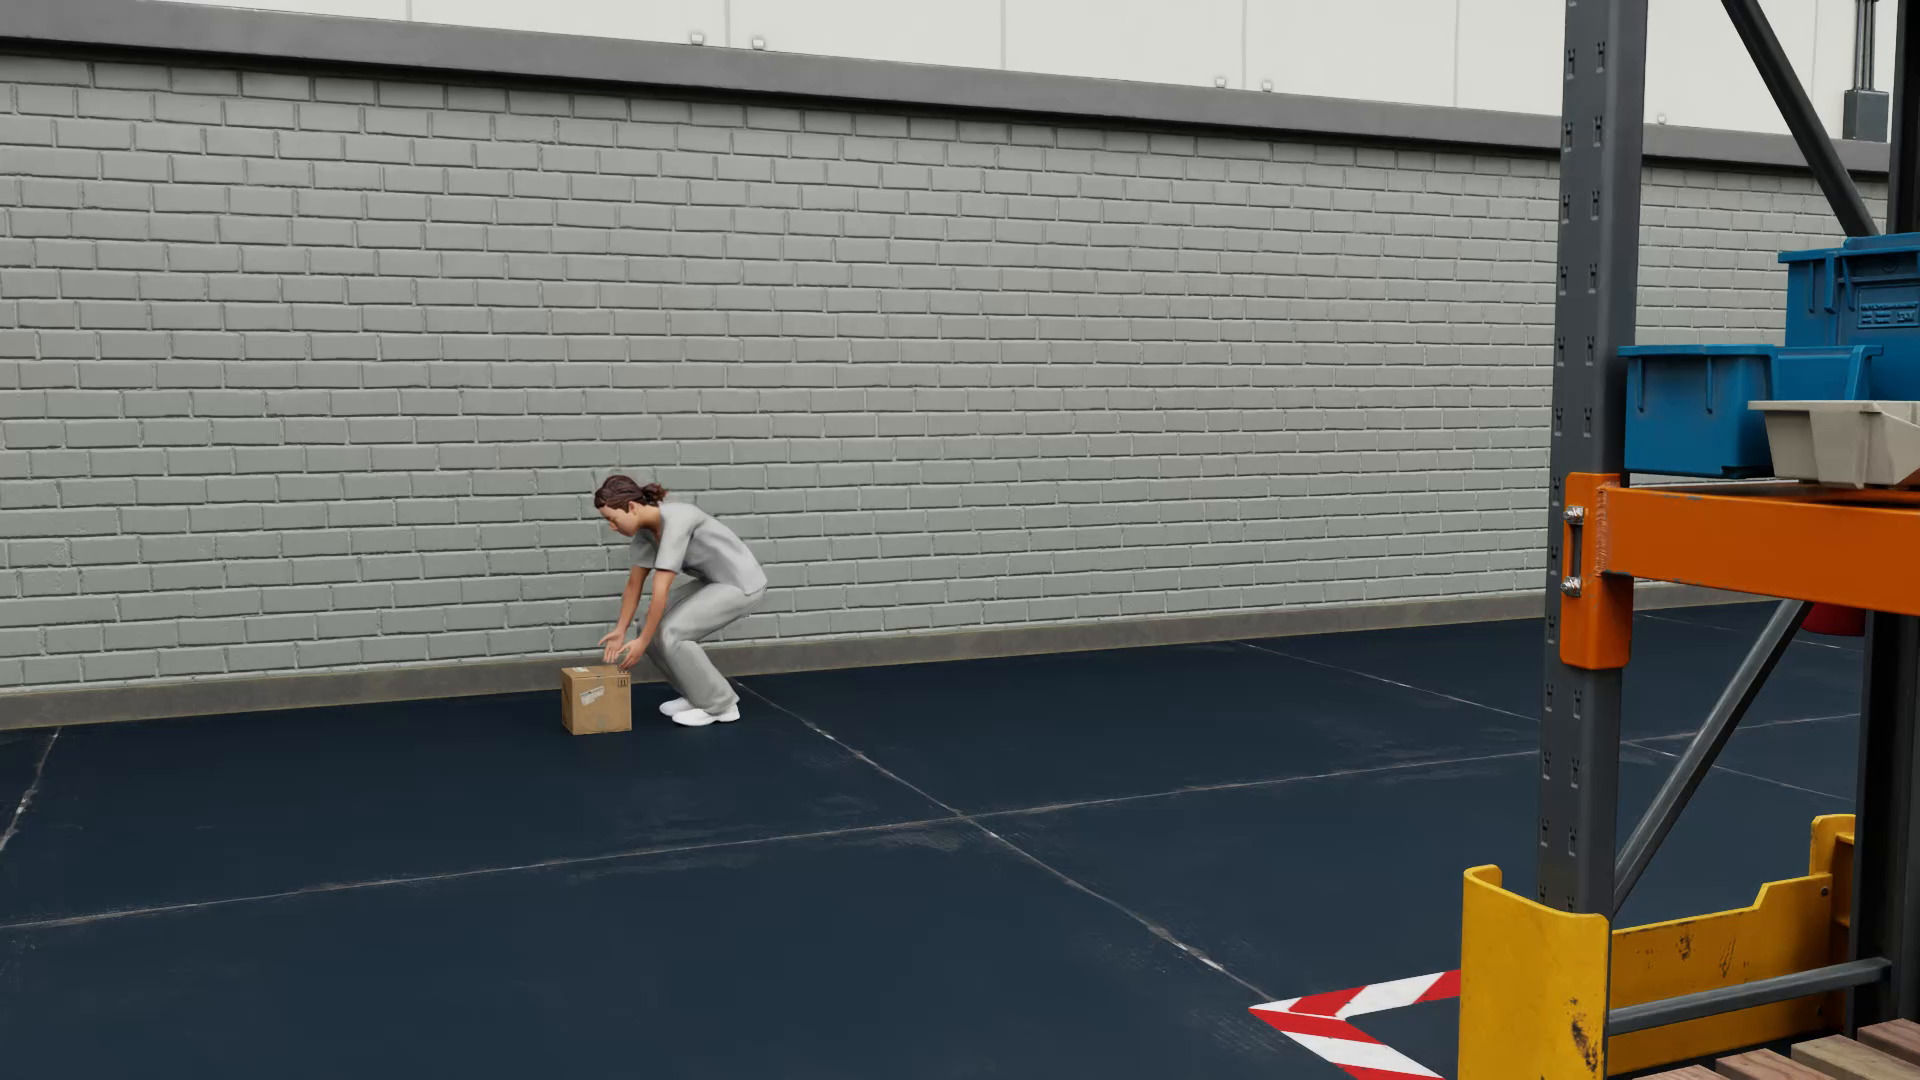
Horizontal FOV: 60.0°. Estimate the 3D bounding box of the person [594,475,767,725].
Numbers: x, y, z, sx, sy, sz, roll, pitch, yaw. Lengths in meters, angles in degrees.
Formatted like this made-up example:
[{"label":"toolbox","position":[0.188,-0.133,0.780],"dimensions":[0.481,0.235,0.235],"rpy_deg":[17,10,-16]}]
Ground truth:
[{"label":"person","position":[-1.223,0.256,7.310],"dimensions":[0.757,1.102,0.495],"rpy_deg":[-2,6,-24]}]
